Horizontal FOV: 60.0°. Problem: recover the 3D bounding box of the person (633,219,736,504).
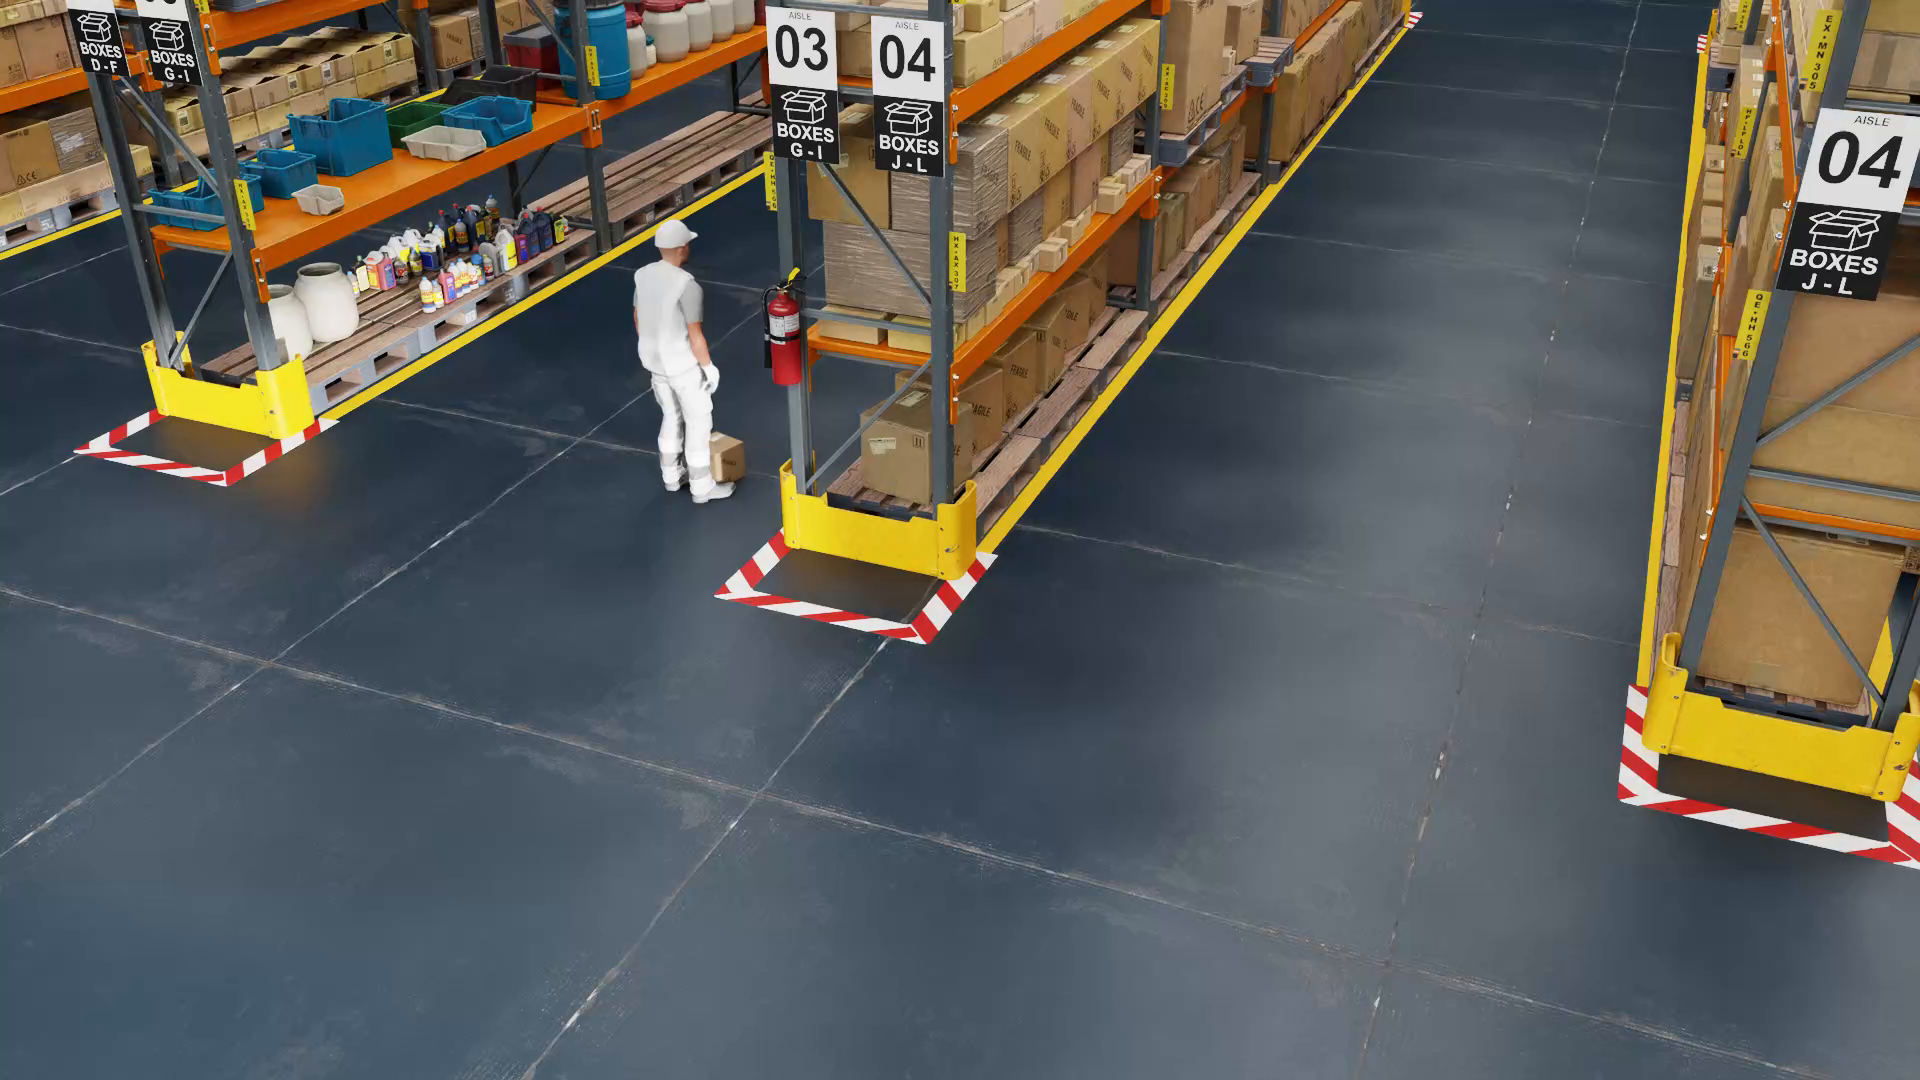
[{"bbox_3d":[-1.750,-1.112,10.363,0.616,1.778,0.453,22,36,34],"label":"person"}]
